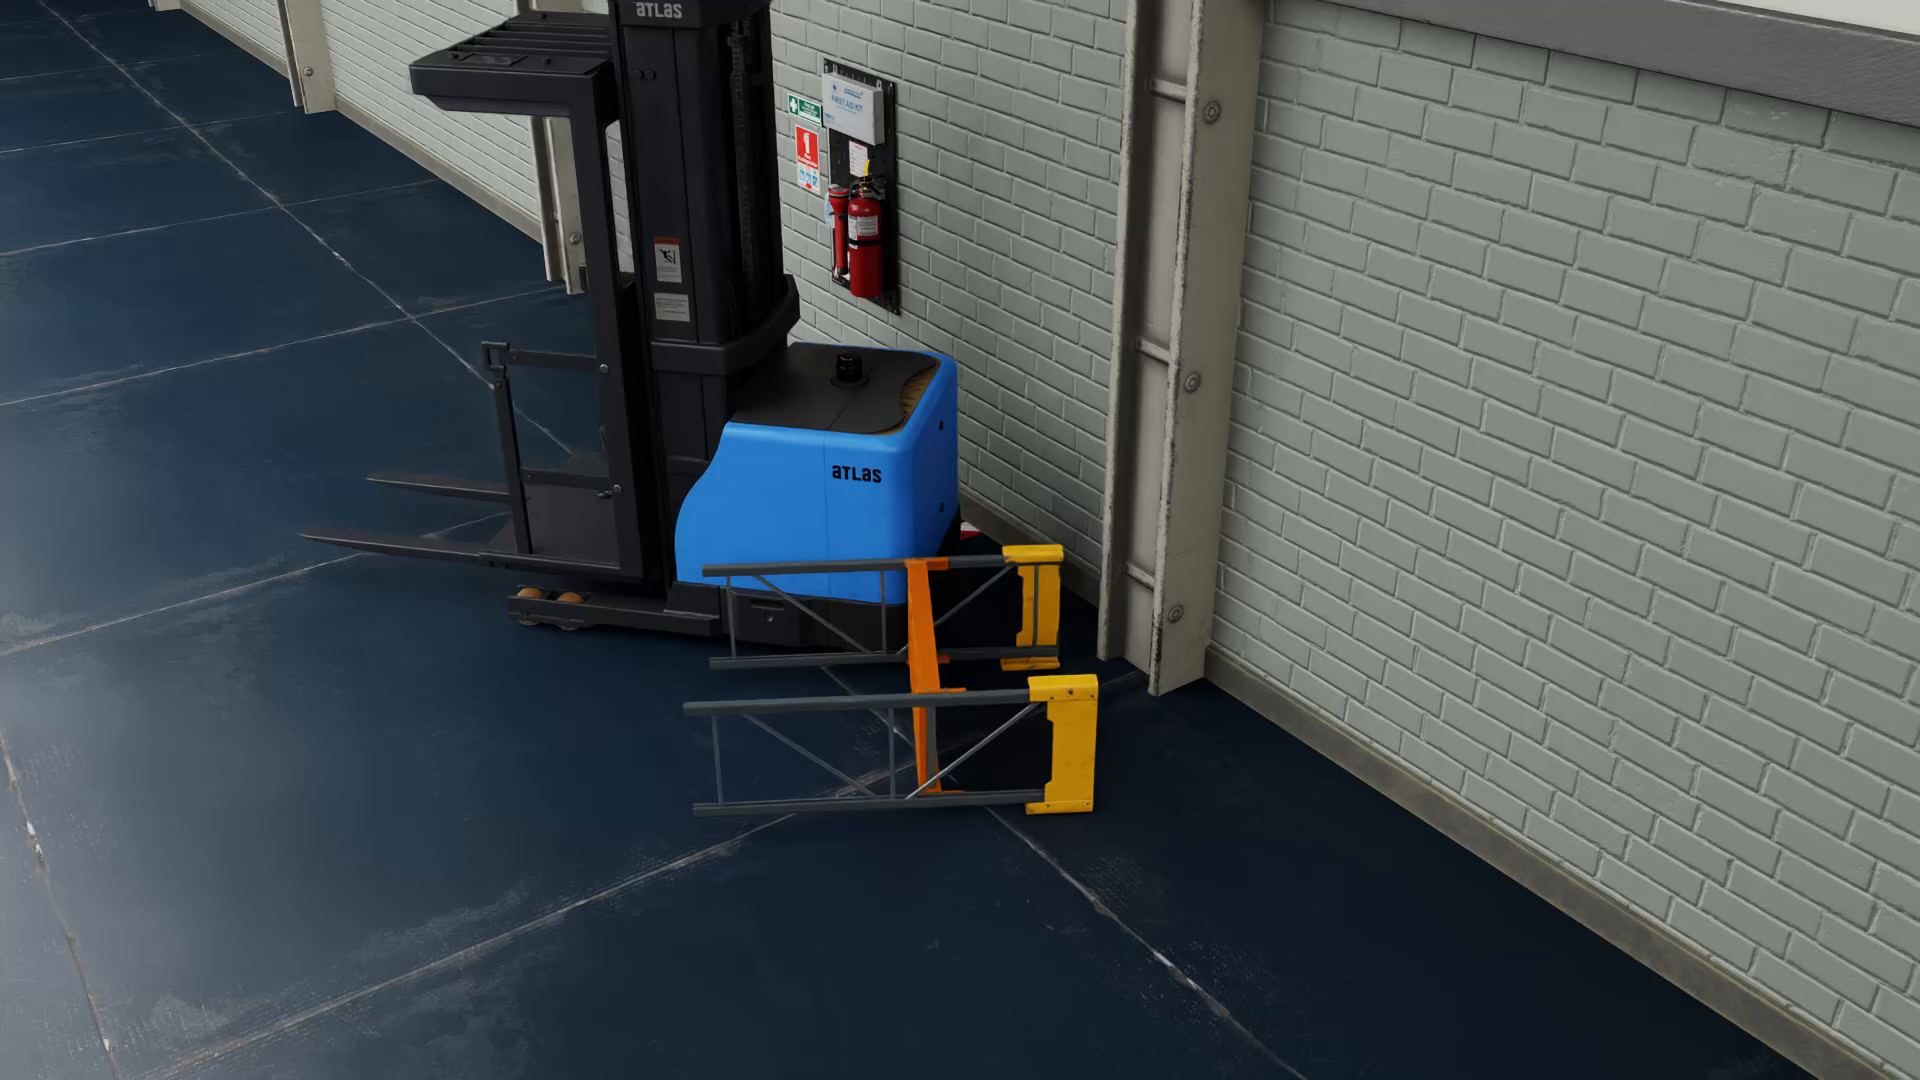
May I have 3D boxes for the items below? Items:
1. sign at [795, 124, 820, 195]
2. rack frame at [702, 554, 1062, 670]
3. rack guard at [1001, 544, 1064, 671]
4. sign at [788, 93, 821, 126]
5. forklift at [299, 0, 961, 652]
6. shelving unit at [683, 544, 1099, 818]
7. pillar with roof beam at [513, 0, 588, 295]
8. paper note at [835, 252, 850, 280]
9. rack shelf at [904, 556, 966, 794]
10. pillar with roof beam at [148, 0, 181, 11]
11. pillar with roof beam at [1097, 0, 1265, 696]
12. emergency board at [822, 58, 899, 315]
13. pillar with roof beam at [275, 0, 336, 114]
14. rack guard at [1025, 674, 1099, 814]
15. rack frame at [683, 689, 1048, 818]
[{"bbox_3d":[-0.802,-2.005,8.762,0.001,0.329,0.234,-19,34,-31],"label":"sign"},{"bbox_3d":[-0.320,0.303,7.049,1.500,0.500,0.032,-2,29,-4],"label":"rack frame"},{"bbox_3d":[0.304,0.291,7.072,0.250,0.587,0.087,-2,29,-4],"label":"rack guard"},{"bbox_3d":[-0.807,-2.234,8.627,0.001,0.109,0.331,-19,34,-31],"label":"sign"},{"bbox_3d":[-1.568,-1.120,7.241,3.031,2.935,1.130,6,29,11],"label":"forklift"},{"bbox_3d":[-0.283,0.549,6.596,1.500,0.587,1.083,-2,29,-4],"label":"shelving unit"},{"bbox_3d":[-6.150,-4.552,7.202,9.100,9.000,0.400,-19,34,-31],"label":"pillar with roof beam"},{"bbox_3d":[-0.612,-1.447,8.694,0.016,0.148,0.142,-19,34,-31],"label":"paper note"},{"bbox_3d":[-0.105,0.539,6.615,0.185,0.538,1.000,-2,29,-4],"label":"rack shelf"},{"bbox_3d":[-13.111,-9.217,15.792,9.100,9.000,0.400,-19,34,-31],"label":"pillar with roof beam"},{"bbox_3d":[-2.670,-2.219,2.907,9.100,9.000,0.400,-19,34,-31],"label":"pillar with roof beam"},{"bbox_3d":[-0.566,-1.746,8.322,0.194,1.169,0.643,-19,34,-31],"label":"emergency board"},{"bbox_3d":[-9.631,-6.884,11.497,9.100,9.000,0.400,-19,34,-31],"label":"pillar with roof beam"},{"bbox_3d":[0.375,0.765,6.199,0.250,0.587,0.087,-2,29,-4],"label":"rack guard"},{"bbox_3d":[-0.248,0.787,6.158,1.500,0.500,0.032,-2,29,-4],"label":"rack frame"}]
